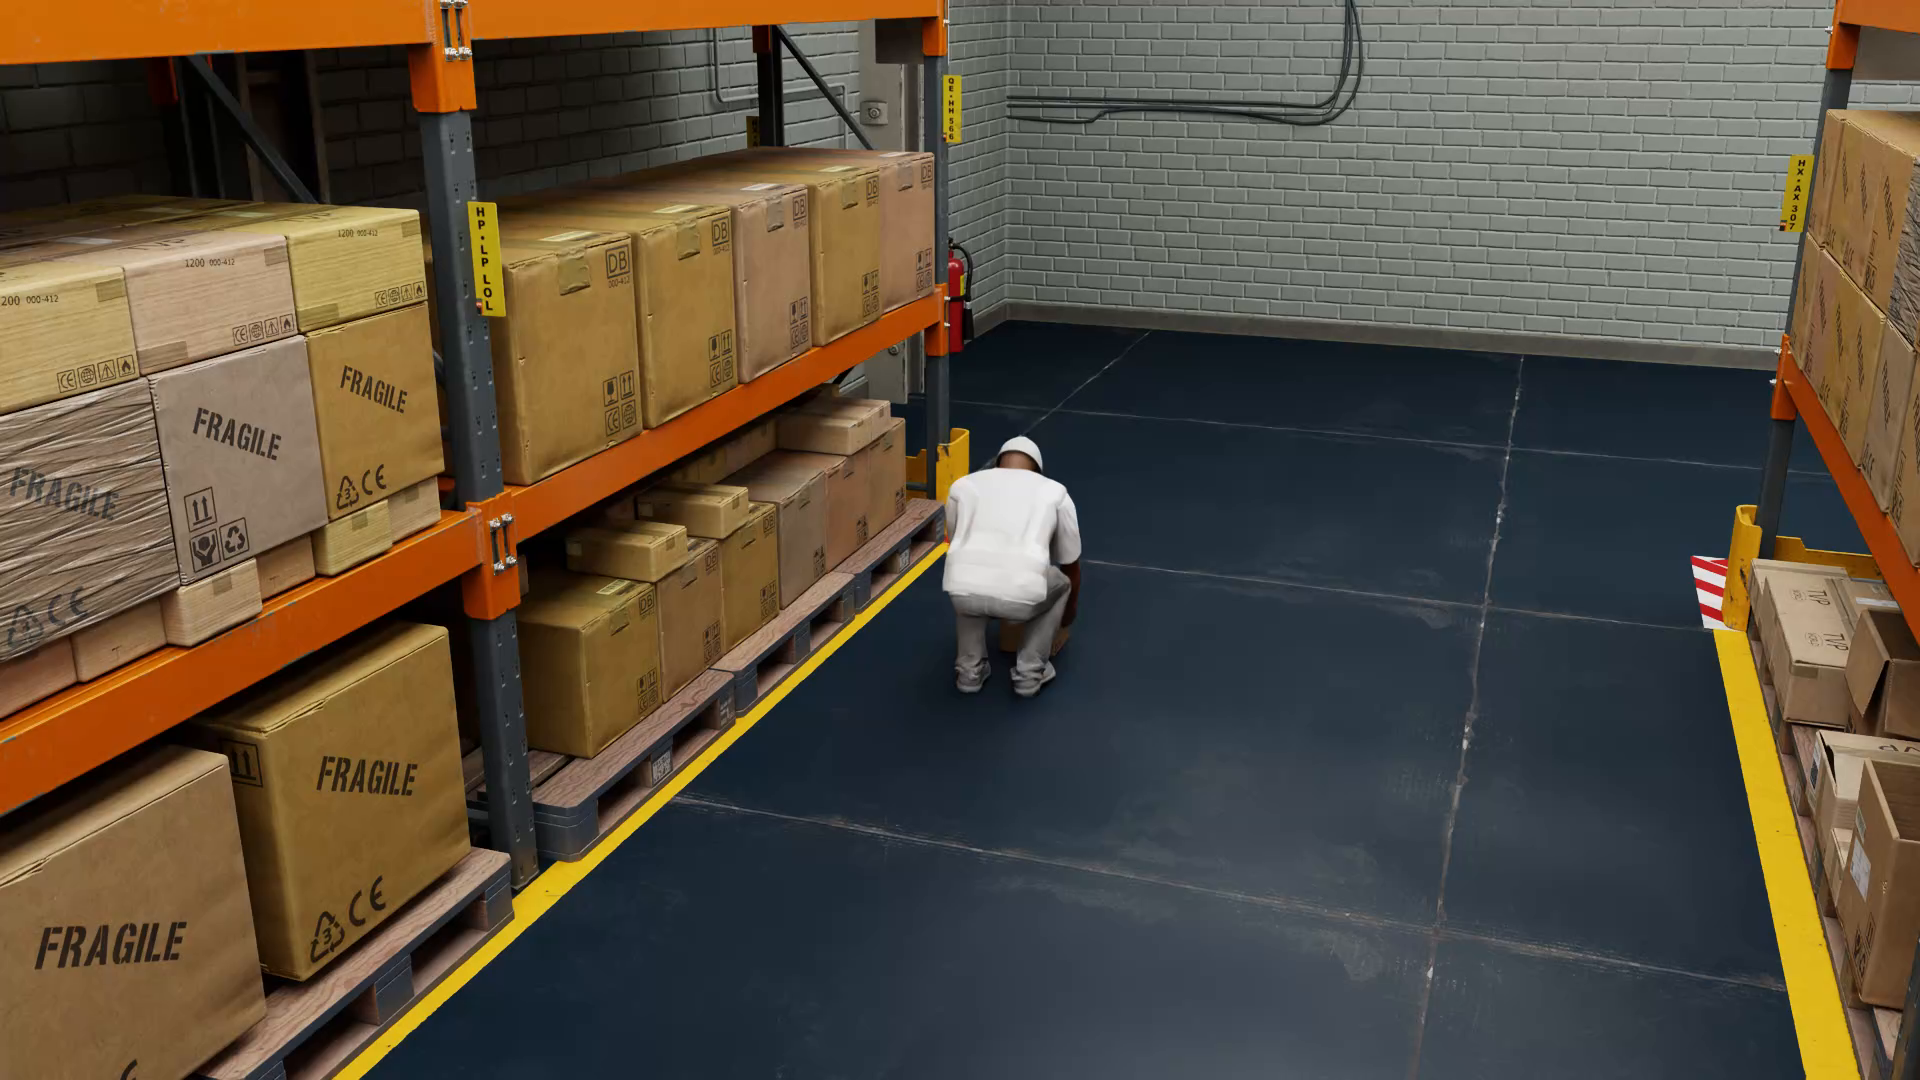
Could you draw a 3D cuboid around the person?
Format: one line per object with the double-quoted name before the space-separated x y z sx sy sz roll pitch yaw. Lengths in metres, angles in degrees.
"person" 0.181 0.116 6.960 0.576 0.957 0.895 6 19 17
